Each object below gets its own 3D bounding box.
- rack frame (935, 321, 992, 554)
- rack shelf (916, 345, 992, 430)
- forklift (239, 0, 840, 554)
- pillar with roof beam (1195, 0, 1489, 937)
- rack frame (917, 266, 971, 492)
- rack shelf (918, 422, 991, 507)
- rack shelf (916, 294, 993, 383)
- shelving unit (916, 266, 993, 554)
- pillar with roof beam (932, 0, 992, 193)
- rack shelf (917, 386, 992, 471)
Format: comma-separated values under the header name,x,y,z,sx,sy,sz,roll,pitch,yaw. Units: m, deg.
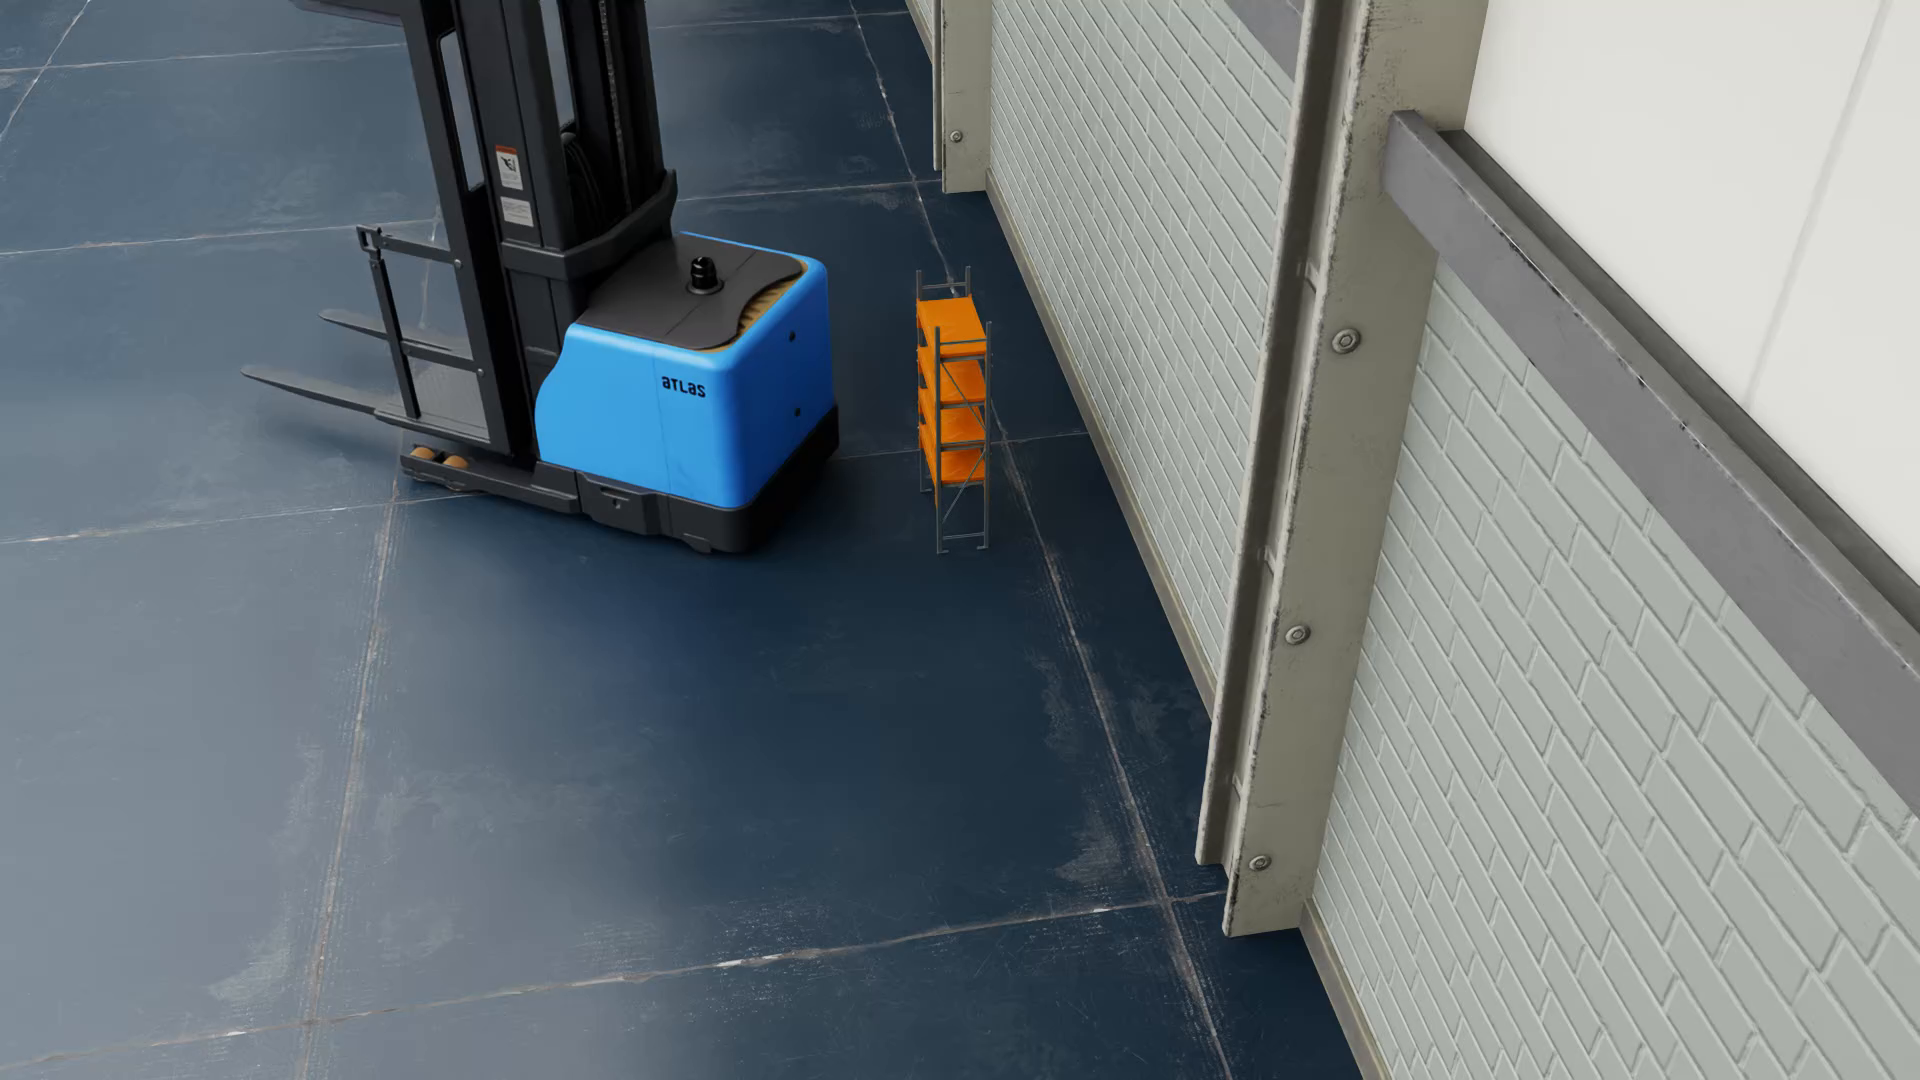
name,x,y,z,sx,sy,sz,roll,pitch,yaw
rack frame,0.014,-0.426,7.321,0.240,1.200,0.015,-6,38,-8
rack shelf,-0.029,-0.697,7.415,0.258,0.148,0.480,-6,38,-8
forklift,-2.165,-1.678,7.521,3.031,2.935,1.130,14,40,18
pillar with roof beam,-3.173,-1.810,2.745,9.100,9.000,0.400,-6,38,-8
rack frame,-0.072,-0.721,7.700,0.240,1.200,0.015,-6,38,-8
rack shelf,-0.029,-0.364,7.674,0.258,0.148,0.480,-6,38,-8
rack shelf,-0.029,-0.884,7.270,0.258,0.148,0.480,-6,38,-8
shelving unit,-0.029,-0.574,7.511,0.258,1.200,0.503,-6,38,-8
pillar with roof beam,-4.225,-5.434,7.410,9.100,9.000,0.400,-6,38,-8
rack shelf,-0.029,-0.521,7.552,0.258,0.148,0.480,-6,38,-8
